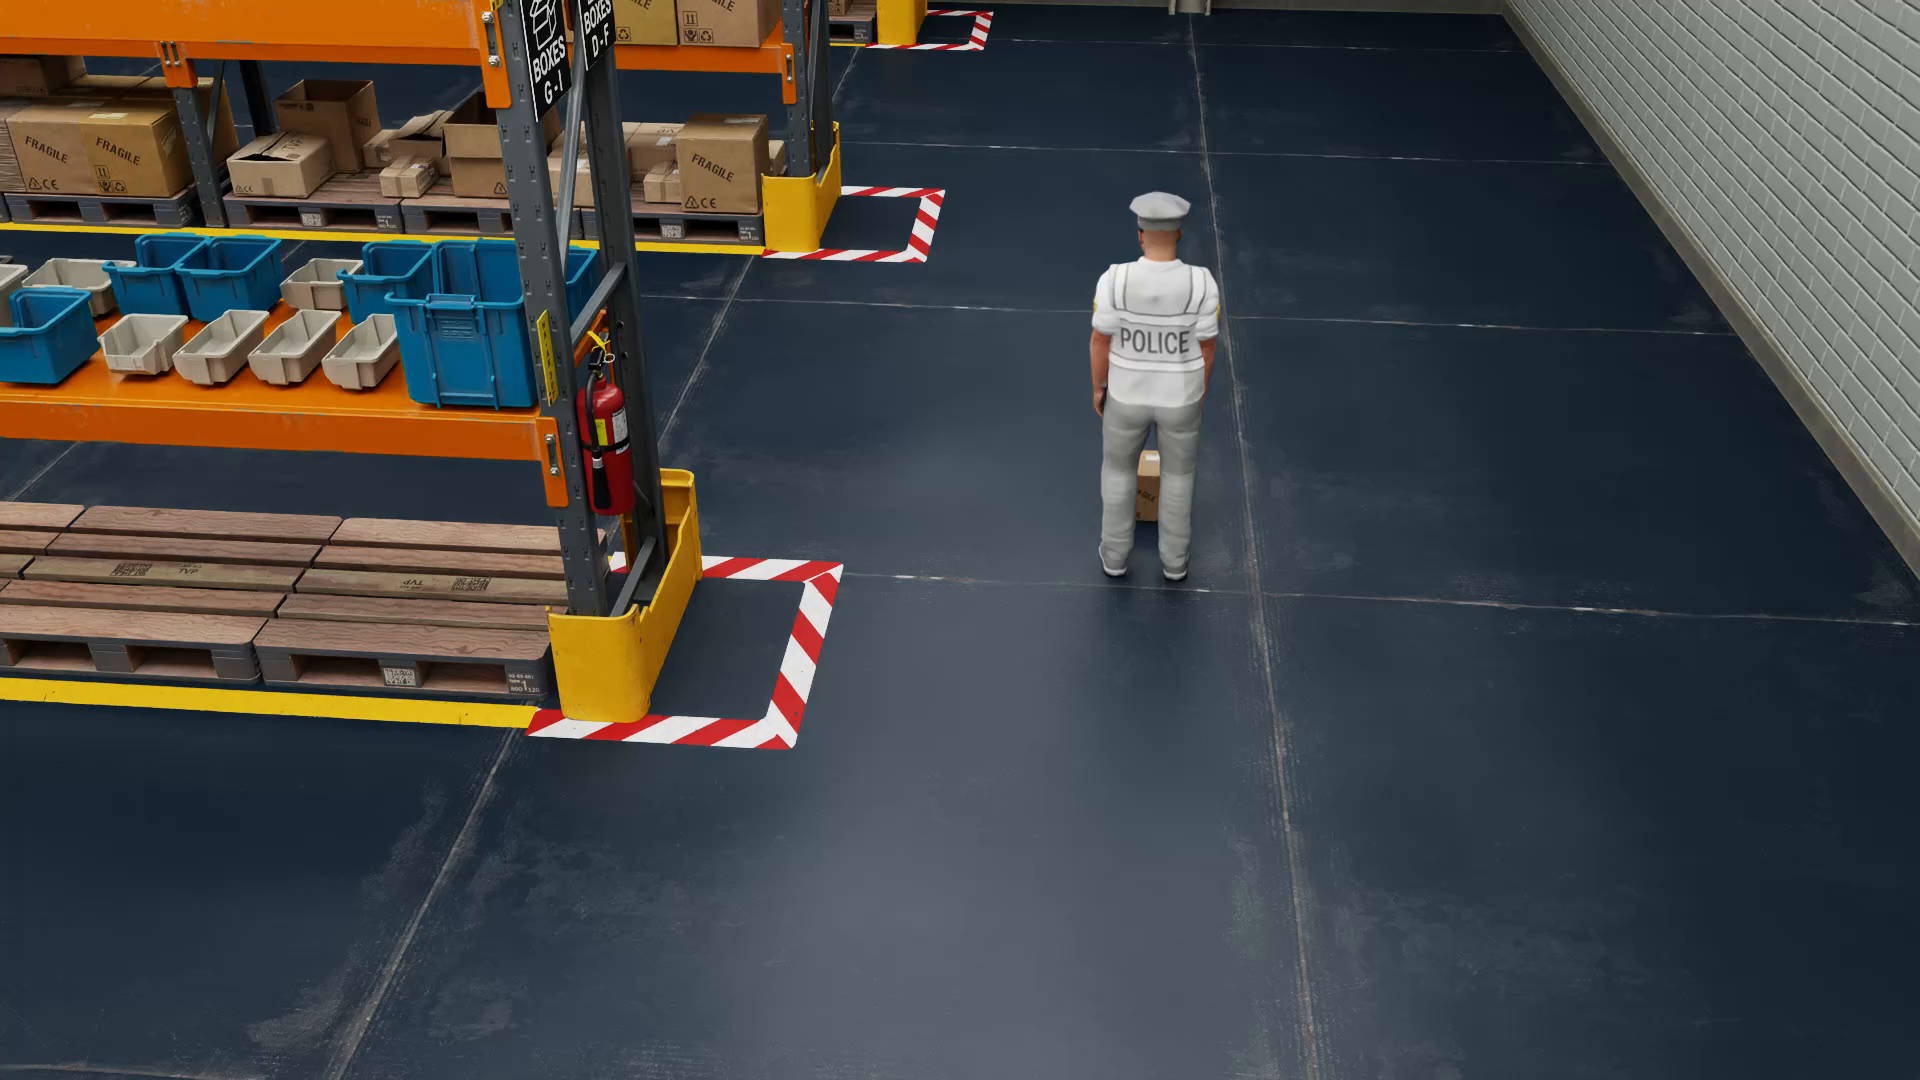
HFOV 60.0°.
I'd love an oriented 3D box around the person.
[{"bbox_3d":[0.818,-0.635,7.170,0.529,1.742,0.392,3,32,5],"label":"person"}]
